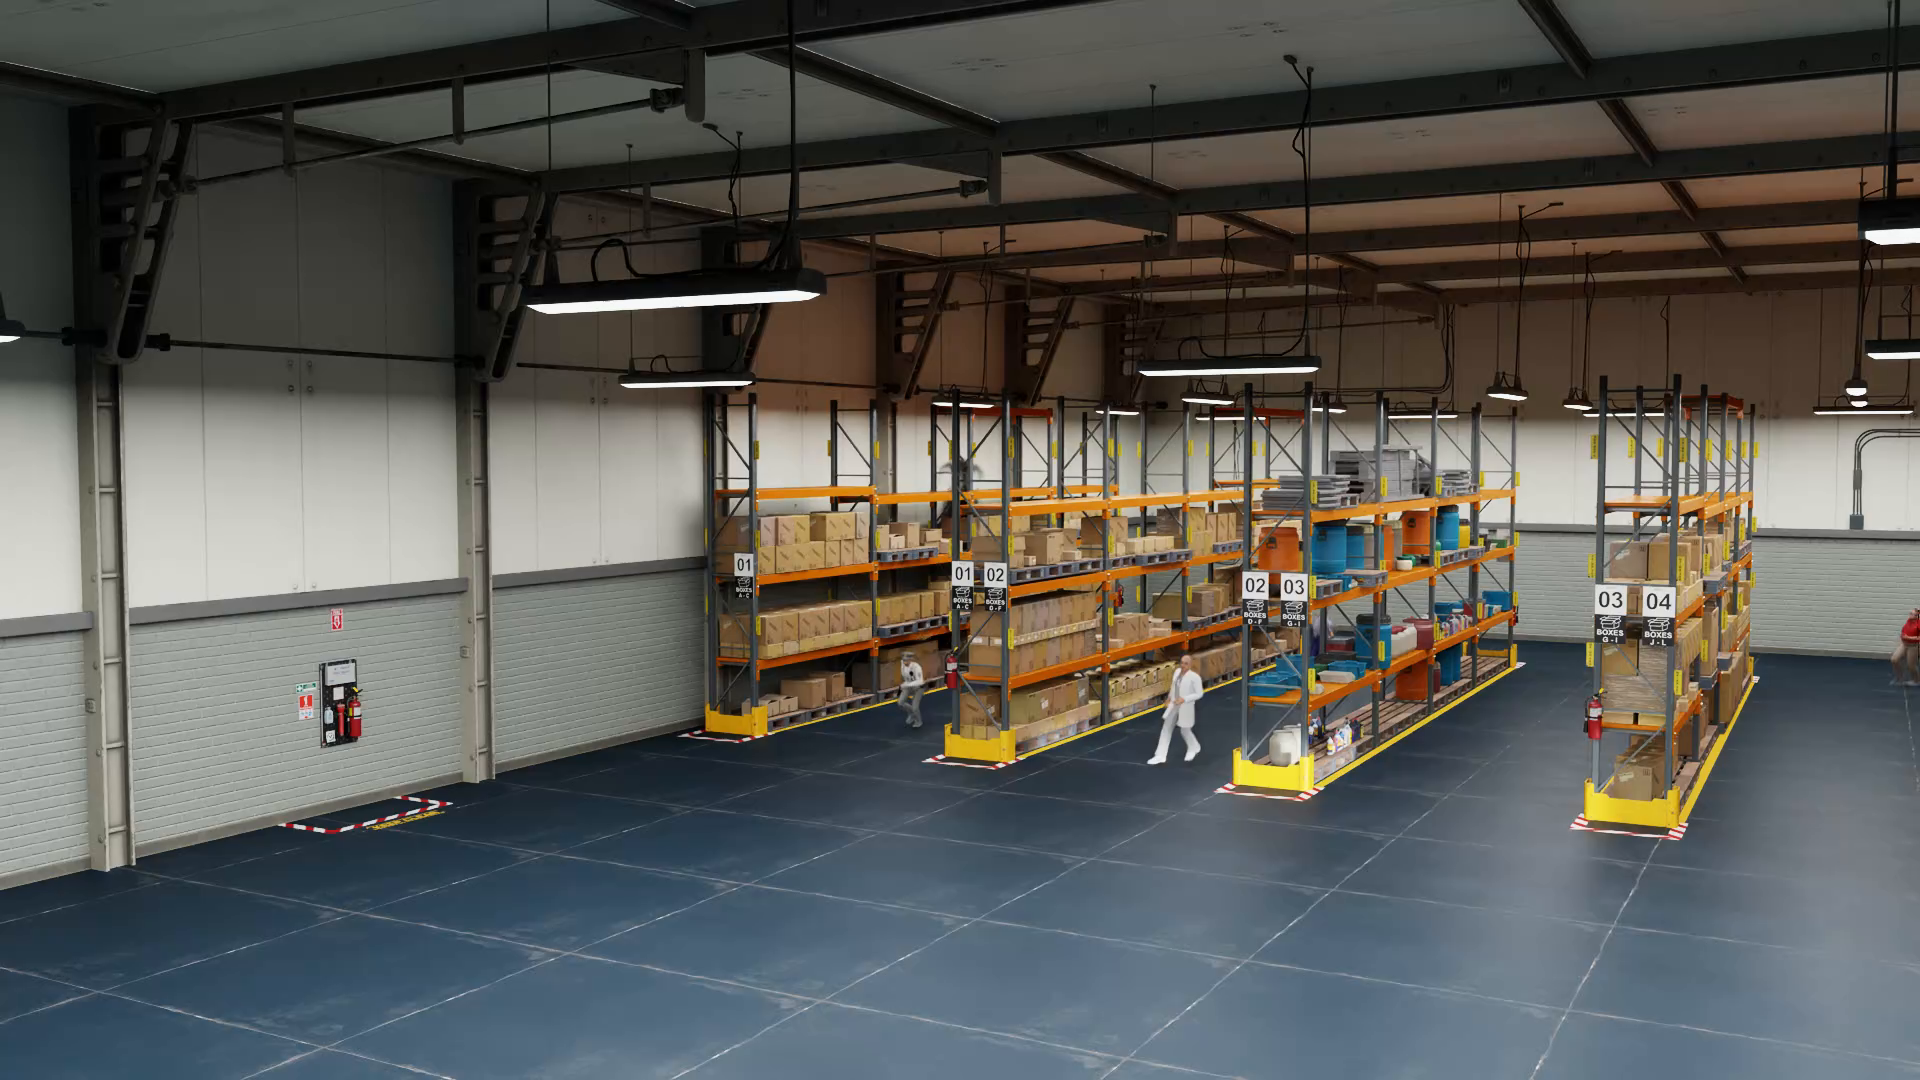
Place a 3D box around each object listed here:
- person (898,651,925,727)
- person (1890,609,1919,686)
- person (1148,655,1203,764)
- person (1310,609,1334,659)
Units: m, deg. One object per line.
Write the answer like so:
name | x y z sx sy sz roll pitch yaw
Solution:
person | -0.853 2.683 29.715 0.610 1.412 0.926 2 4 32
person | 20.048 2.281 35.063 0.687 1.698 0.772 -1 3 -15
person | 3.521 2.668 26.218 0.732 1.722 1.120 3 4 42
person | 7.881 2.263 36.128 0.595 1.572 0.707 3 4 41
